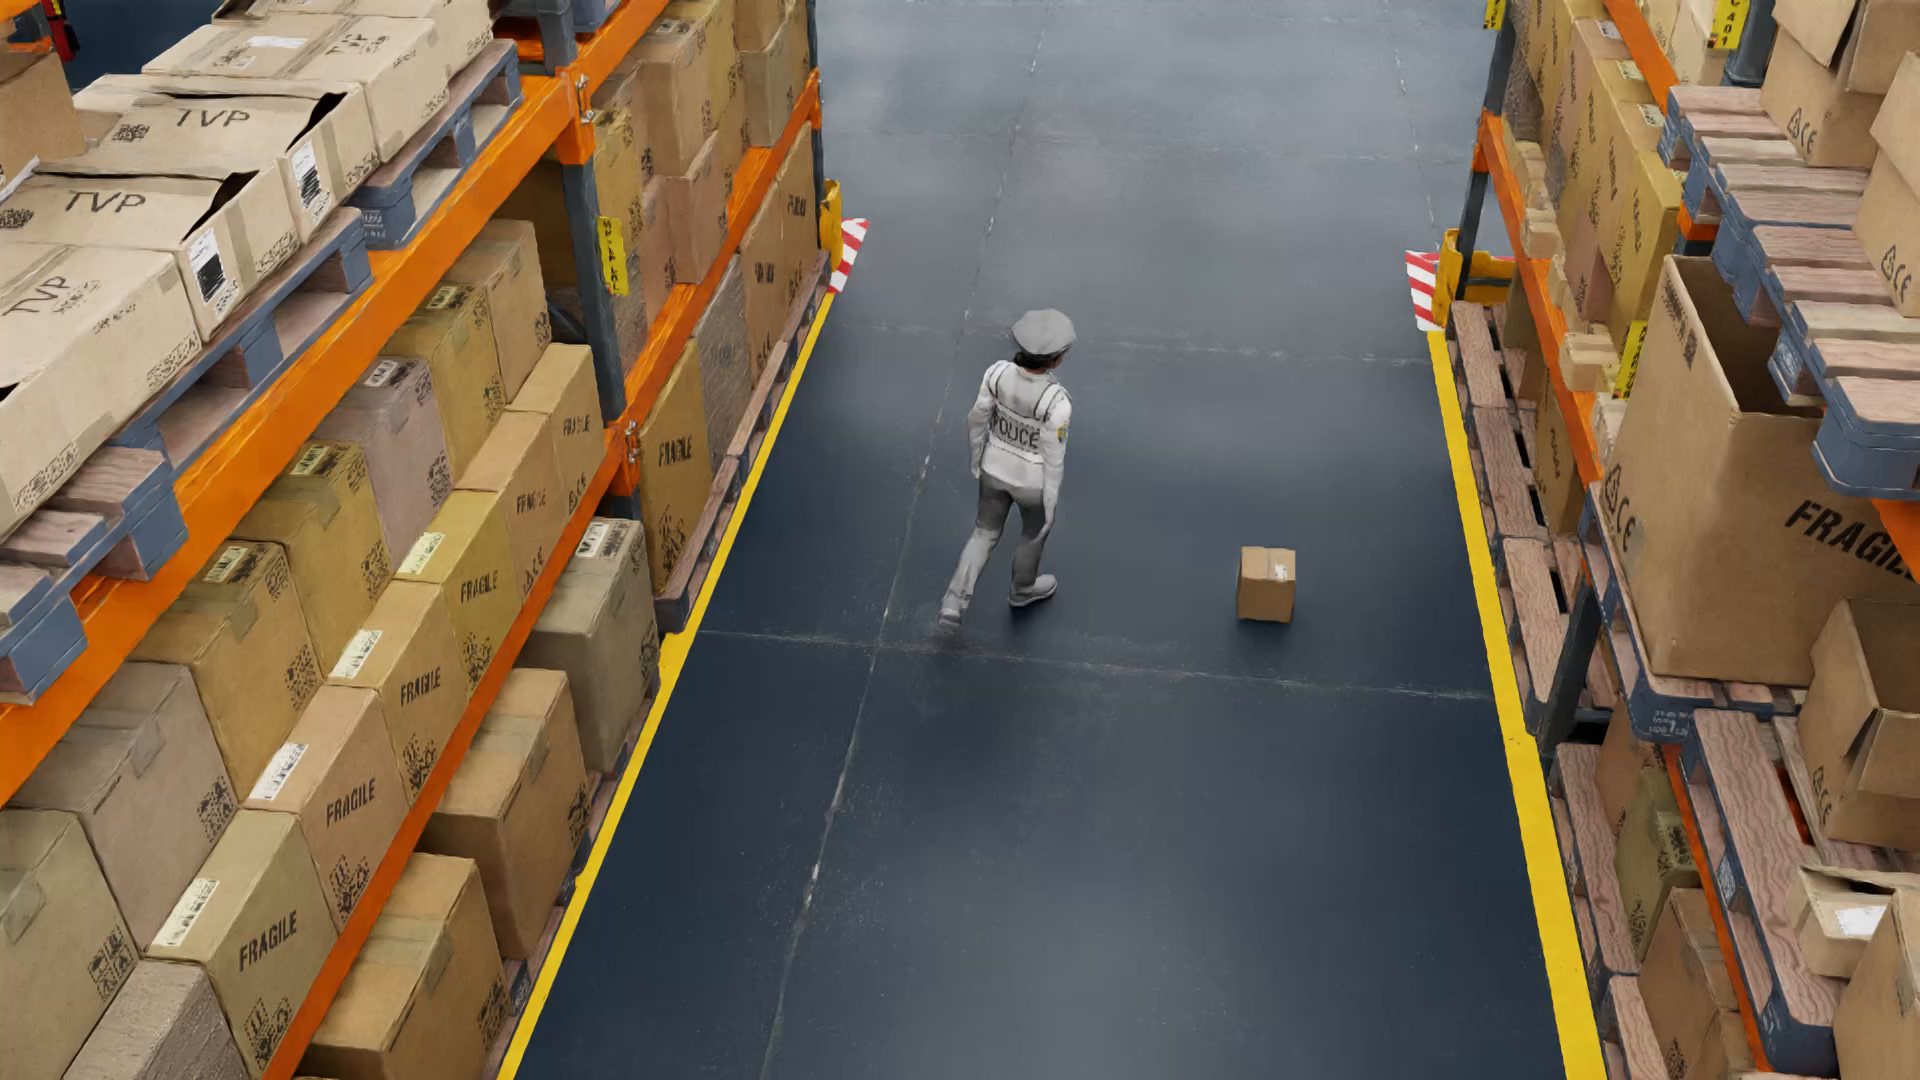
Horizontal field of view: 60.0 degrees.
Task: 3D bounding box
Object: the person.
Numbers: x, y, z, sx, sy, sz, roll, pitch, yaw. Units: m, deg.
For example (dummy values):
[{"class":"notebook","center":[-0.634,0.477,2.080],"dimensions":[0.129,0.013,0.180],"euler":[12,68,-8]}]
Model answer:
[{"class":"person","center":[0.236,-0.269,7.396],"dimensions":[0.522,1.640,0.767],"euler":[21,41,26]}]
